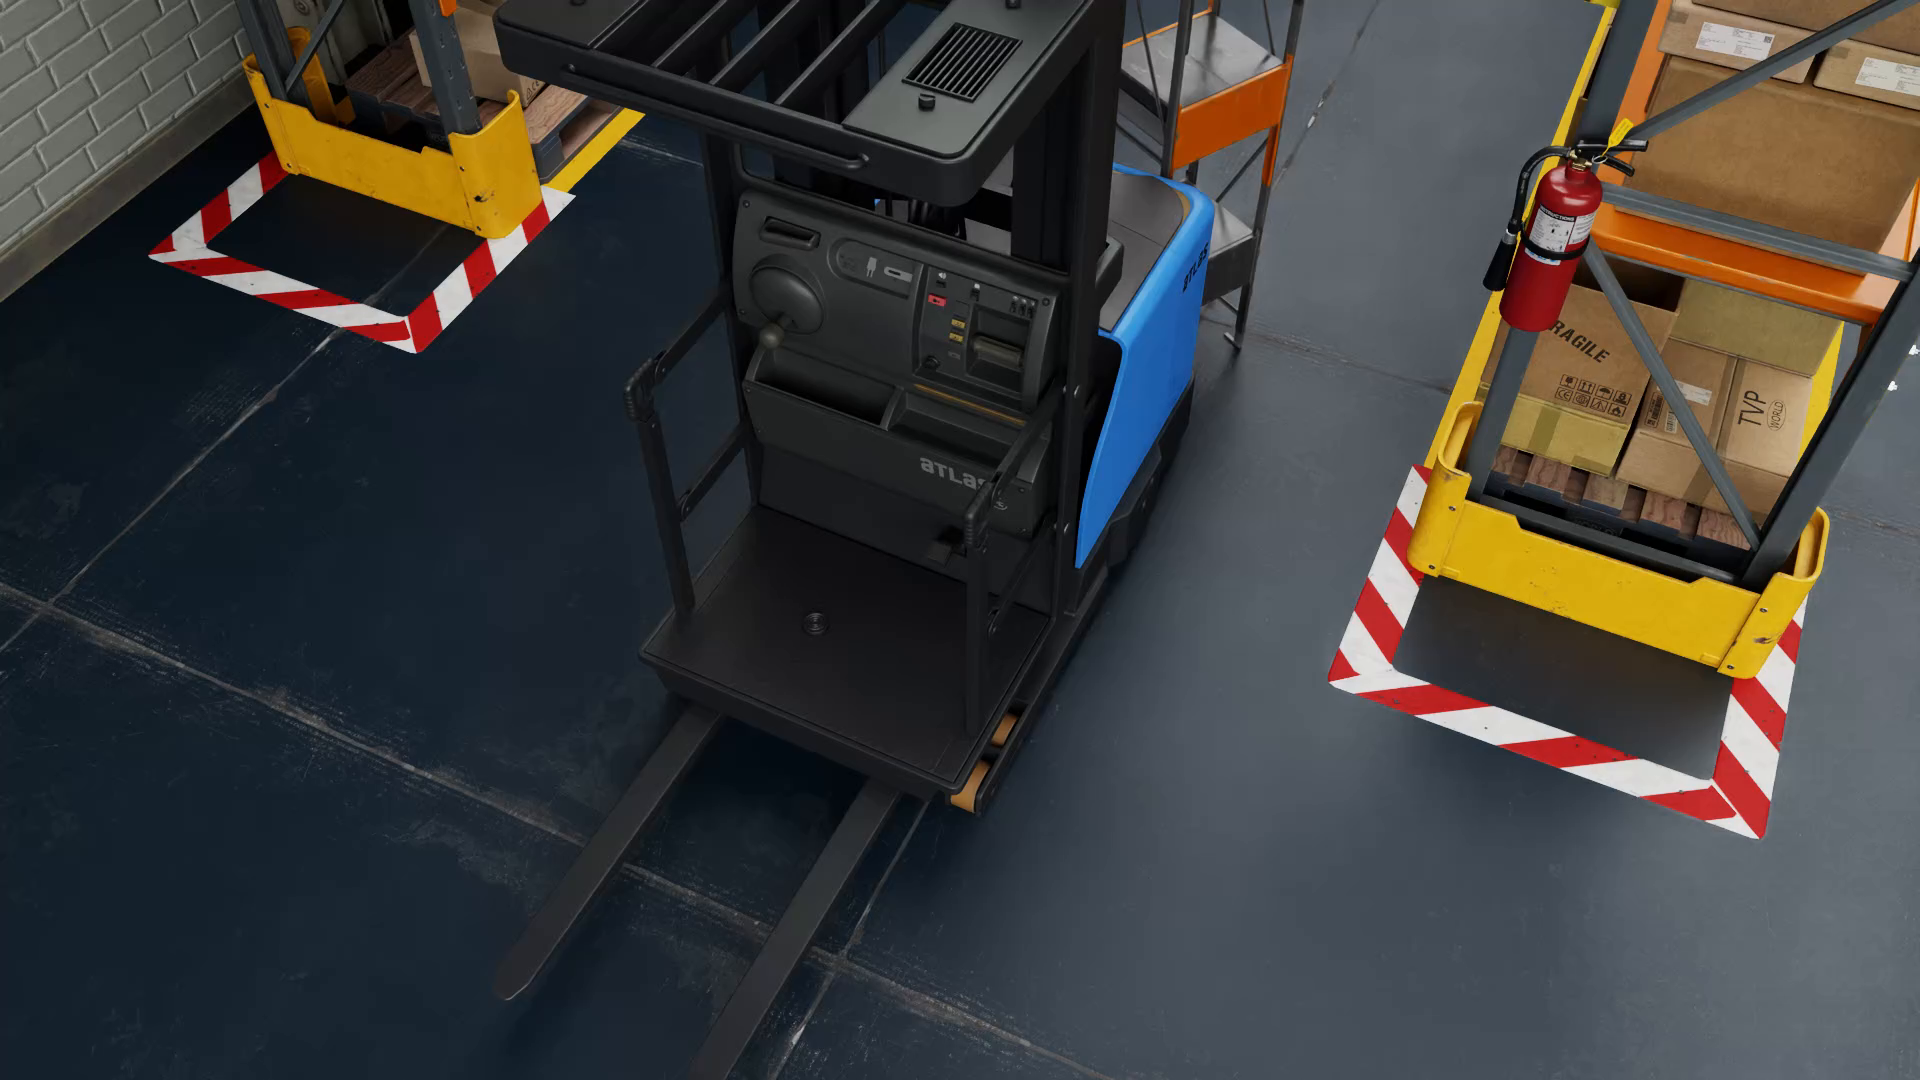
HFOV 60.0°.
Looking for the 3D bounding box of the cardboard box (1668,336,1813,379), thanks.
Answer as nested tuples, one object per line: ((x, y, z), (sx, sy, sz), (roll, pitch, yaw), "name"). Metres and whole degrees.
((2.761, -0.719, 5.922), (0.500, 0.250, 0.500), (20, 52, 16), "cardboard box")

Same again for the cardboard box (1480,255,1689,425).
((2.081, -0.786, 5.486), (0.500, 0.500, 0.500), (20, 52, 16), "cardboard box")

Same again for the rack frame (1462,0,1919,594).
((2.121, -0.832, 4.488), (1.000, 3.000, 0.127), (20, 52, 16), "rack frame")

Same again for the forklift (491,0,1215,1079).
((-0.281, -0.520, 4.268), (1.130, 2.935, 3.031), (21, 53, 17), "forklift")

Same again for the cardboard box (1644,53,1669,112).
((2.552, -1.545, 5.029), (0.700, 0.500, 0.500), (21, 53, 17), "cardboard box")

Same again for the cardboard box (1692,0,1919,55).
((2.354, -1.638, 4.257), (0.700, 0.500, 0.500), (20, 52, 16), "cardboard box")

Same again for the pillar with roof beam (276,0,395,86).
((1.049, -3.748, 3.030), (9.100, 9.000, 0.400), (20, 52, 16), "pillar with roof beam")

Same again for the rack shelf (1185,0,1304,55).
((0.768, -1.876, 5.065), (0.480, 0.518, 0.431), (-28, 55, -22), "rack shelf")

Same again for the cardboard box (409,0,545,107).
((-1.983, -2.159, 7.094), (0.500, 0.311, 0.500), (14, 51, 12), "cardboard box")

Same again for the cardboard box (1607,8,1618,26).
((2.709, -1.823, 6.369), (0.500, 0.500, 0.500), (20, 52, 16), "cardboard box")

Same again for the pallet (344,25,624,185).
((-1.948, -2.138, 7.430), (1.003, 0.211, 1.213), (20, 52, 16), "pallet")

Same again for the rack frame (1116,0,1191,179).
((0.565, -1.326, 5.498), (0.015, 2.100, 0.400), (-28, 55, -22), "rack frame")

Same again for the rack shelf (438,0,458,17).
((-1.506, -3.585, 7.303), (1.077, 0.370, 4.000), (20, 52, 16), "rack shelf")

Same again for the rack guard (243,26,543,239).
((-2.327, -1.683, 6.854), (1.175, 0.500, 0.348), (20, 52, 16), "rack guard")

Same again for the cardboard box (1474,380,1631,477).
((2.082, -0.542, 5.771), (0.500, 0.250, 0.500), (20, 52, 16), "cardboard box")

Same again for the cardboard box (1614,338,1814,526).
((2.551, -0.374, 5.628), (0.500, 0.250, 0.500), (20, 52, 16), "cardboard box")

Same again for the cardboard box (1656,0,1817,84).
((2.111, -1.399, 4.480), (0.380, 0.149, 0.250), (19, 52, 15), "cardboard box")

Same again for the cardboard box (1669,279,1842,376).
((2.763, -0.962, 5.636), (0.500, 0.500, 0.500), (20, 52, 16), "cardboard box")

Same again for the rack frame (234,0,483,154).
((-2.360, -2.441, 5.857), (1.000, 3.000, 0.127), (20, 52, 16), "rack frame")

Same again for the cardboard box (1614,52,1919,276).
((2.332, -1.181, 4.720), (0.700, 0.500, 0.500), (20, 52, 16), "cardboard box")

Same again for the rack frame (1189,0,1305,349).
((0.965, -1.539, 5.680), (0.015, 2.100, 0.400), (-28, 55, -22), "rack frame")

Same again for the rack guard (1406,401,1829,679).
((2.110, -0.005, 5.426), (1.175, 0.500, 0.348), (20, 52, 16), "rack guard")

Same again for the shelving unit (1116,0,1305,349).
((0.765, -1.433, 5.589), (0.503, 2.100, 0.431), (-28, 55, -22), "shelving unit")

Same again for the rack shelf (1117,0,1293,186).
((0.765, -1.424, 5.599), (0.480, 0.518, 0.431), (-28, 55, -22), "rack shelf")

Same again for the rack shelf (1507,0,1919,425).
((2.975, -1.976, 5.934), (1.077, 0.370, 4.000), (20, 52, 16), "rack shelf")

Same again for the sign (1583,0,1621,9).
((1.636, -1.470, 4.115), (0.100, 0.325, 0.005), (20, 52, 16), "sign")

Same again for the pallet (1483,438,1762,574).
((2.409, -0.468, 6.010), (1.003, 0.211, 1.213), (20, 52, 16), "pallet")

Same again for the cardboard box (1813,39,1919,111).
((2.483, -1.274, 4.373), (0.380, 0.149, 0.250), (19, 52, 16), "cardboard box")

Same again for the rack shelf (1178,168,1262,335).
((0.762, -0.972, 6.133), (0.480, 0.518, 0.431), (-28, 55, -22), "rack shelf")

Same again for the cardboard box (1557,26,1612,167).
((2.495, -1.479, 6.076), (0.500, 0.500, 0.500), (20, 52, 16), "cardboard box")

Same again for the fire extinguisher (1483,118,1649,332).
((1.650, -0.876, 4.577), (0.296, 0.674, 0.183), (20, 52, 16), "fire extinguisher")
